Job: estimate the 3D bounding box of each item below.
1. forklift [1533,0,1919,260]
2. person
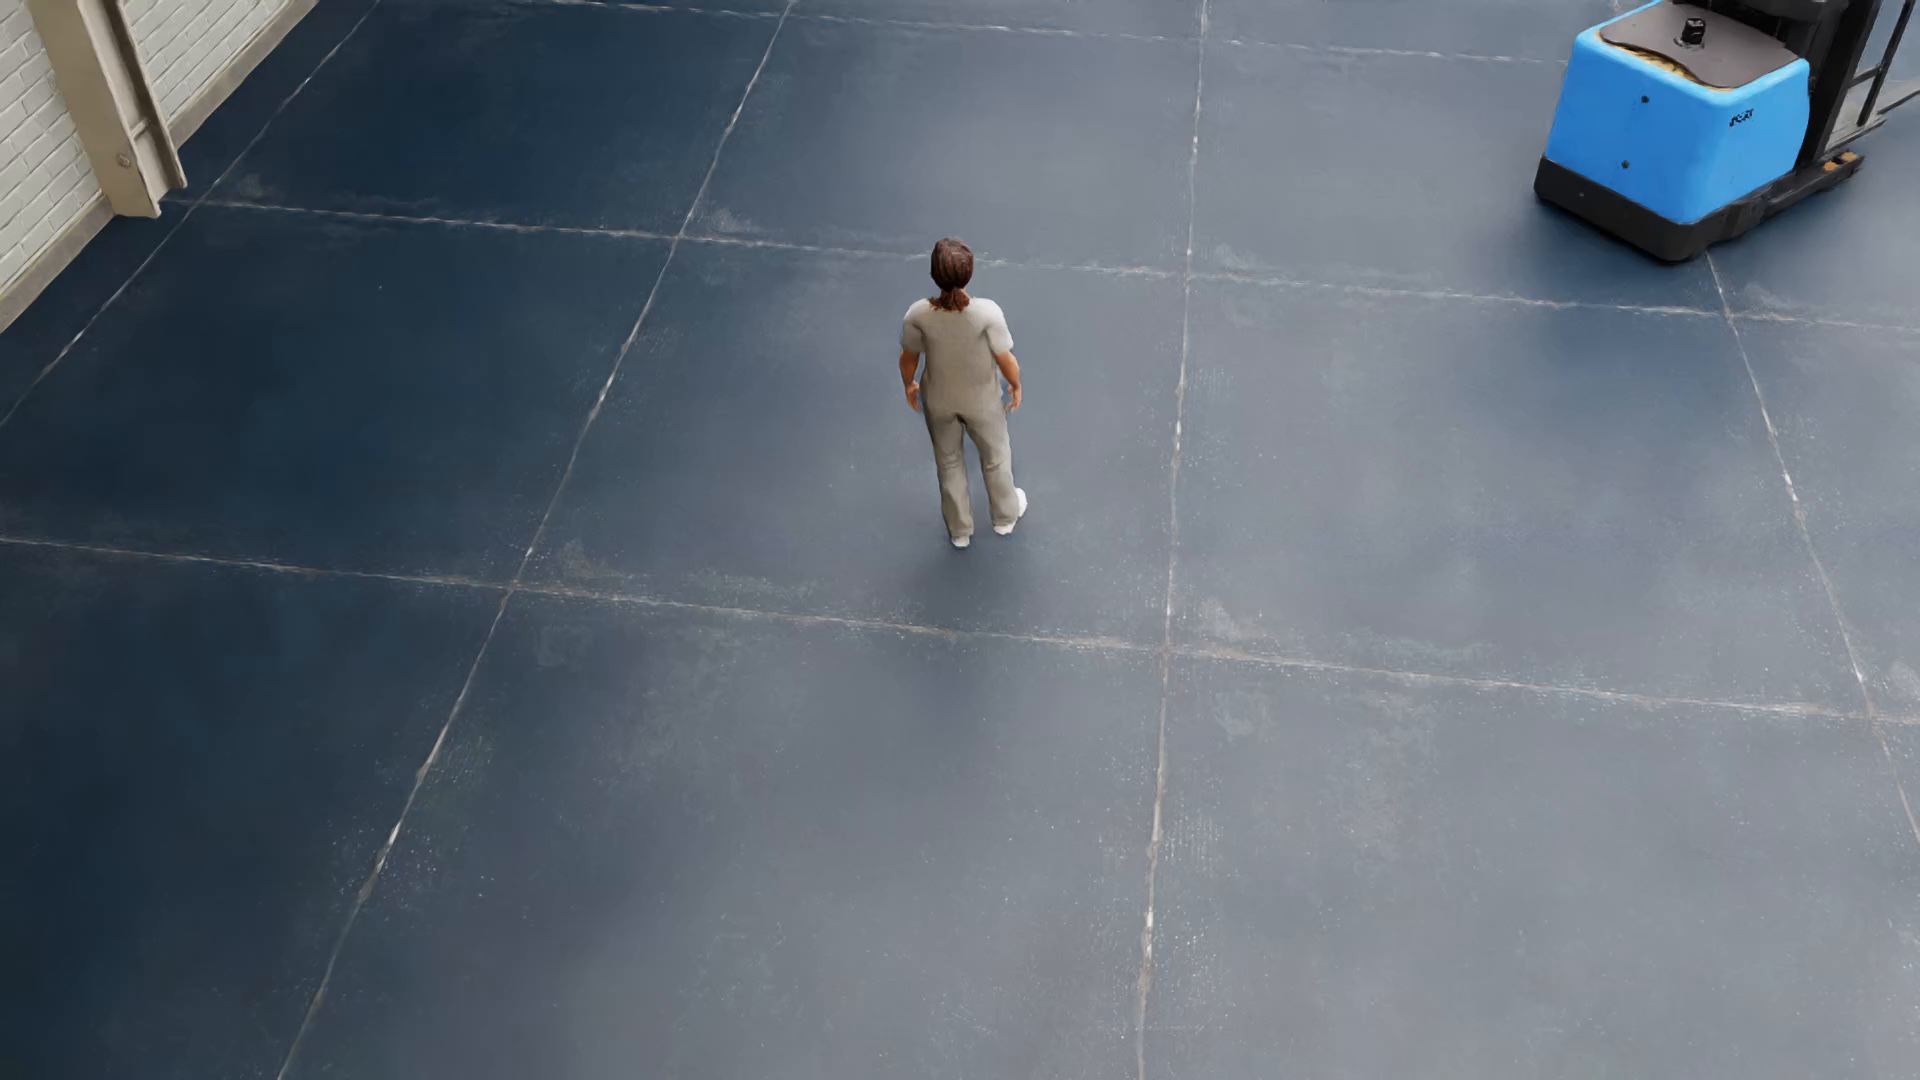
[{"bbox_3d":[4.968,-3.498,9.532,3.031,2.935,1.130,-27,49,-26],"label":"forklift"},{"bbox_3d":[0.023,-0.671,7.372,0.550,1.674,0.548,5,43,6],"label":"person"}]
